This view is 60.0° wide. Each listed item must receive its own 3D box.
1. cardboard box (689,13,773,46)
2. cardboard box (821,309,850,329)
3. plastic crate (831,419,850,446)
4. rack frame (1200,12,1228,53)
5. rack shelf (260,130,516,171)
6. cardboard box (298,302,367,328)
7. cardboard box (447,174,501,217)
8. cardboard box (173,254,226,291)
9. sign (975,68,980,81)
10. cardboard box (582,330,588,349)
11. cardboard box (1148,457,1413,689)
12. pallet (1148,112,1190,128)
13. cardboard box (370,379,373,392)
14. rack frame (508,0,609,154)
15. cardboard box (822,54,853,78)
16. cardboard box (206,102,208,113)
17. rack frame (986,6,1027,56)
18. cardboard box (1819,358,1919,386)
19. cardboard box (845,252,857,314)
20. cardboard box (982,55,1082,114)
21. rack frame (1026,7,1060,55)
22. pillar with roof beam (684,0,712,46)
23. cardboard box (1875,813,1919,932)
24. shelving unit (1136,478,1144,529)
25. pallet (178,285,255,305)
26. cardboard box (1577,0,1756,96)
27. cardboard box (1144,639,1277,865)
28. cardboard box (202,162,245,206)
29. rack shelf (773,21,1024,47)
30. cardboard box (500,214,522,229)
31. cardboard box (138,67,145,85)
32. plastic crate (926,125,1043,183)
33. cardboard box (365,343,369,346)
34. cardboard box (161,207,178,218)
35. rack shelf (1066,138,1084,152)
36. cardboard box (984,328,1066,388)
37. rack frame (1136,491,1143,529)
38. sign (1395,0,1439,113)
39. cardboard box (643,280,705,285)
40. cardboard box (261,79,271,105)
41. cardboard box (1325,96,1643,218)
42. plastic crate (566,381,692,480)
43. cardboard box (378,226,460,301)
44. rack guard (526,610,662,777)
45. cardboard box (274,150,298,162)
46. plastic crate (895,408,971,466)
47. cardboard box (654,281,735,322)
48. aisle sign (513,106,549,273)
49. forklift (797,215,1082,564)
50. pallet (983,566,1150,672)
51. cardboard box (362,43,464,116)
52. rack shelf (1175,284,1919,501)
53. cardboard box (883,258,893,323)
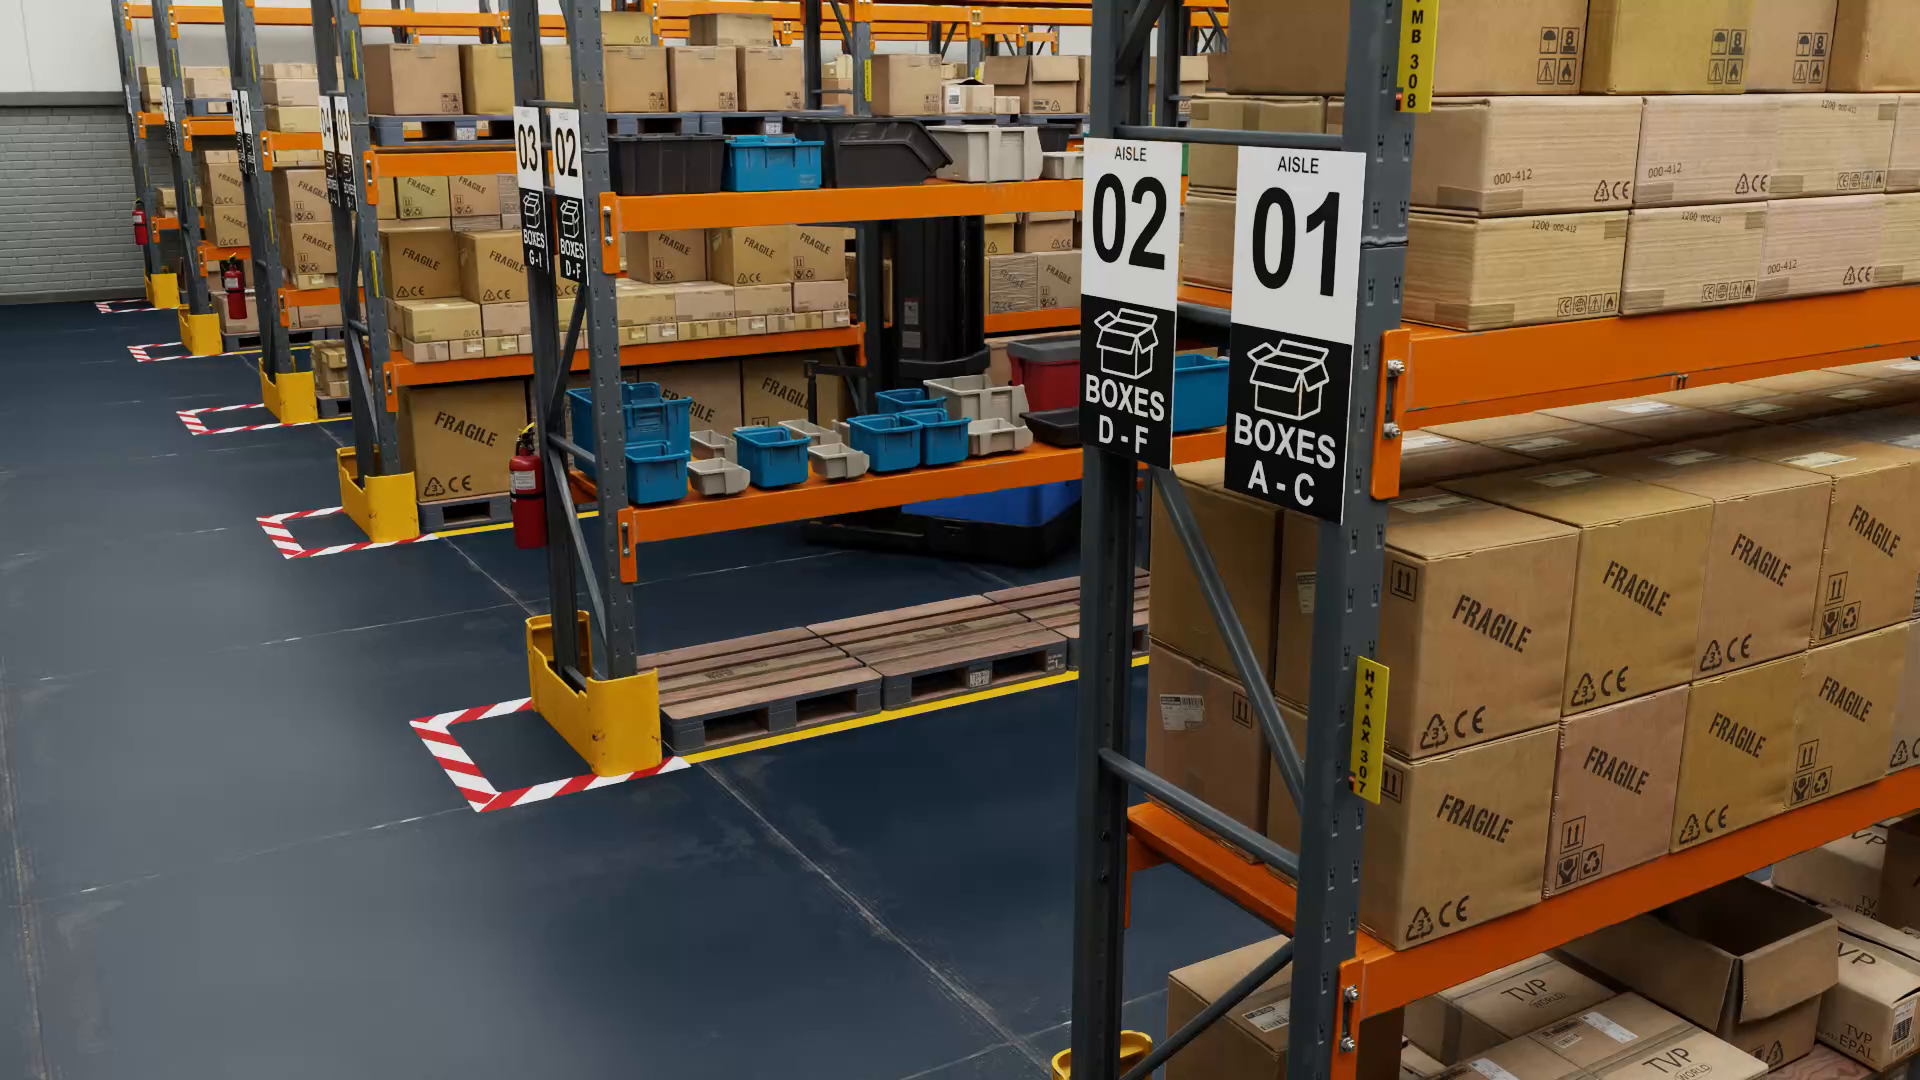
[{"bbox_3d":[-1.845,-4.106,13.404,0.500,0.250,0.500,-11,19,-33],"label":"cardboard box"},{"bbox_3d":[-1.128,-1.892,14.068,0.250,0.149,0.380,-9,18,-29],"label":"cardboard box"},{"bbox_3d":[-0.582,-0.613,9.417,0.250,0.136,0.298,-9,18,-30],"label":"plastic crate"},{"bbox_3d":[4.147,-8.981,27.776,0.127,3.000,1.000,-9,18,-30],"label":"rack frame"},{"bbox_3d":[-5.218,-4.113,17.300,4.000,0.370,1.077,-9,18,-30],"label":"rack shelf"},{"bbox_3d":[-8.274,-3.081,21.811,0.875,0.438,0.875,-9,18,-28],"label":"cardboard box"},{"bbox_3d":[-5.089,-3.621,17.181,0.500,0.500,0.500,-10,18,-31],"label":"cardboard box"},{"bbox_3d":[-11.555,-4.079,25.251,0.637,0.503,0.797,-10,19,-32],"label":"cardboard box"},{"bbox_3d":[0.203,-5.416,19.659,0.005,0.325,0.100,-9,18,-30],"label":"sign"},{"bbox_3d":[-2.889,-1.606,13.049,0.250,0.149,0.380,-9,18,-30],"label":"cardboard box"},{"bbox_3d":[0.874,0.062,4.593,0.500,0.500,0.500,-9,18,-30],"label":"cardboard box"},{"bbox_3d":[1.868,-3.939,15.696,1.003,0.211,1.213,-8,18,-27],"label":"pallet"},{"bbox_3d":[-6.136,-1.620,17.137,0.250,0.149,0.380,-9,18,-30],"label":"cardboard box"},{"bbox_3d":[-1.914,-3.318,7.574,0.127,3.000,1.000,-9,18,-30],"label":"rack frame"},{"bbox_3d":[-1.380,-5.410,18.991,0.258,0.266,0.396,-9,18,-30],"label":"cardboard box"},{"bbox_3d":[-11.295,-6.404,24.606,0.250,0.149,0.380,-9,18,-29],"label":"cardboard box"},{"bbox_3d":[0.718,-8.425,25.792,0.127,3.000,1.000,-9,18,-30],"label":"rack frame"},{"bbox_3d":[3.514,-0.368,6.127,0.500,0.500,0.500,-9,18,-28],"label":"cardboard box"},{"bbox_3d":[-0.775,-2.308,14.899,0.500,0.500,0.500,-9,18,-30],"label":"cardboard box"},{"bbox_3d":[0.653,-4.095,14.933,0.637,0.503,0.797,-9,18,-30],"label":"cardboard box"},{"bbox_3d":[1.587,-10.129,31.871,0.127,3.000,1.000,-9,18,-30],"label":"rack frame"},{"bbox_3d":[-2.400,-8.410,25.741,0.400,9.000,9.100,-9,18,-30],"label":"pillar with roof beam"},{"bbox_3d":[3.721,1.298,6.038,0.500,0.500,0.500,-9,18,-30],"label":"cardboard box"},{"bbox_3d":[1.187,-0.624,12.411,0.258,1.200,0.503,11,19,33],"label":"shelving unit"},{"bbox_3d":[-11.380,-3.795,25.556,1.213,0.211,1.003,-9,18,-30],"label":"pallet"},{"bbox_3d":[1.538,-1.382,4.186,0.500,0.500,0.700,-9,18,-30],"label":"cardboard box"},{"bbox_3d":[0.878,0.544,4.727,0.500,0.500,0.500,-9,18,-28],"label":"cardboard box"},{"bbox_3d":[-9.010,-4.398,20.506,0.500,0.500,0.500,-10,18,-31],"label":"cardboard box"},{"bbox_3d":[-0.996,-7.608,24.951,4.000,0.370,1.077,-9,18,-30],"label":"rack shelf"},{"bbox_3d":[-4.645,-3.211,17.570,0.500,0.500,0.500,-9,18,-30],"label":"cardboard box"},{"bbox_3d":[-11.890,-6.898,24.705,0.500,0.250,0.500,-10,18,-31],"label":"cardboard box"},{"bbox_3d":[0.145,-2.053,8.839,0.530,0.282,0.437,-9,18,-30],"label":"plastic crate"},{"bbox_3d":[-6.134,-1.913,17.079,0.250,0.149,0.380,-9,18,-29],"label":"cardboard box"},{"bbox_3d":[-11.705,-4.877,24.717,0.250,0.149,0.380,-9,18,-30],"label":"cardboard box"},{"bbox_3d":[0.679,-3.507,15.139,4.000,0.370,1.077,-9,18,-30],"label":"rack shelf"},{"bbox_3d":[0.268,-1.528,15.463,0.875,0.875,1.225,-10,18,-32],"label":"cardboard box"},{"bbox_3d":[1.325,-0.678,12.605,0.240,1.200,0.015,11,19,33],"label":"rack frame"},{"bbox_3d":[0.914,-1.022,3.323,0.005,0.325,0.100,-9,18,-30],"label":"sign"},{"bbox_3d":[-2.443,-2.056,13.914,0.500,0.250,0.500,-9,18,-28],"label":"cardboard box"},{"bbox_3d":[-6.668,-4.473,16.602,0.500,0.250,0.500,-10,18,-31],"label":"cardboard box"},{"bbox_3d":[1.209,-0.907,3.881,0.500,0.250,0.500,-9,18,-30],"label":"cardboard box"},{"bbox_3d":[-1.723,-0.565,8.691,0.499,0.435,0.616,-9,18,-30],"label":"plastic crate"},{"bbox_3d":[-4.182,-2.136,12.809,0.500,0.500,0.500,-9,18,-29],"label":"cardboard box"},{"bbox_3d":[-1.928,0.781,8.698,0.348,0.500,1.175,-9,18,-30],"label":"rack guard"},{"bbox_3d":[-8.435,-4.798,20.731,0.250,0.149,0.380,-10,18,-32],"label":"cardboard box"},{"bbox_3d":[-0.147,-0.560,9.051,0.300,0.233,0.416,-9,18,-30],"label":"plastic crate"},{"bbox_3d":[-2.159,-1.937,13.488,0.500,0.250,0.500,-9,18,-29],"label":"cardboard box"},{"bbox_3d":[-2.126,-1.739,8.239,0.004,0.787,0.394,-9,18,-30],"label":"aisle sign"},{"bbox_3d":[-0.628,-1.488,12.289,3.031,2.935,1.130,7,17,23],"label":"forklift"},{"bbox_3d":[0.905,0.469,10.347,1.213,0.211,1.003,-9,18,-30],"label":"pallet"},{"bbox_3d":[-4.046,-3.403,12.285,0.500,0.500,0.700,-11,19,-33],"label":"cardboard box"},{"bbox_3d":[2.349,-0.659,4.977,4.000,0.370,1.077,-9,18,-30],"label":"rack shelf"},{"bbox_3d":[-0.513,-2.185,14.463,0.500,0.500,0.500,-9,18,-30],"label":"cardboard box"}]
